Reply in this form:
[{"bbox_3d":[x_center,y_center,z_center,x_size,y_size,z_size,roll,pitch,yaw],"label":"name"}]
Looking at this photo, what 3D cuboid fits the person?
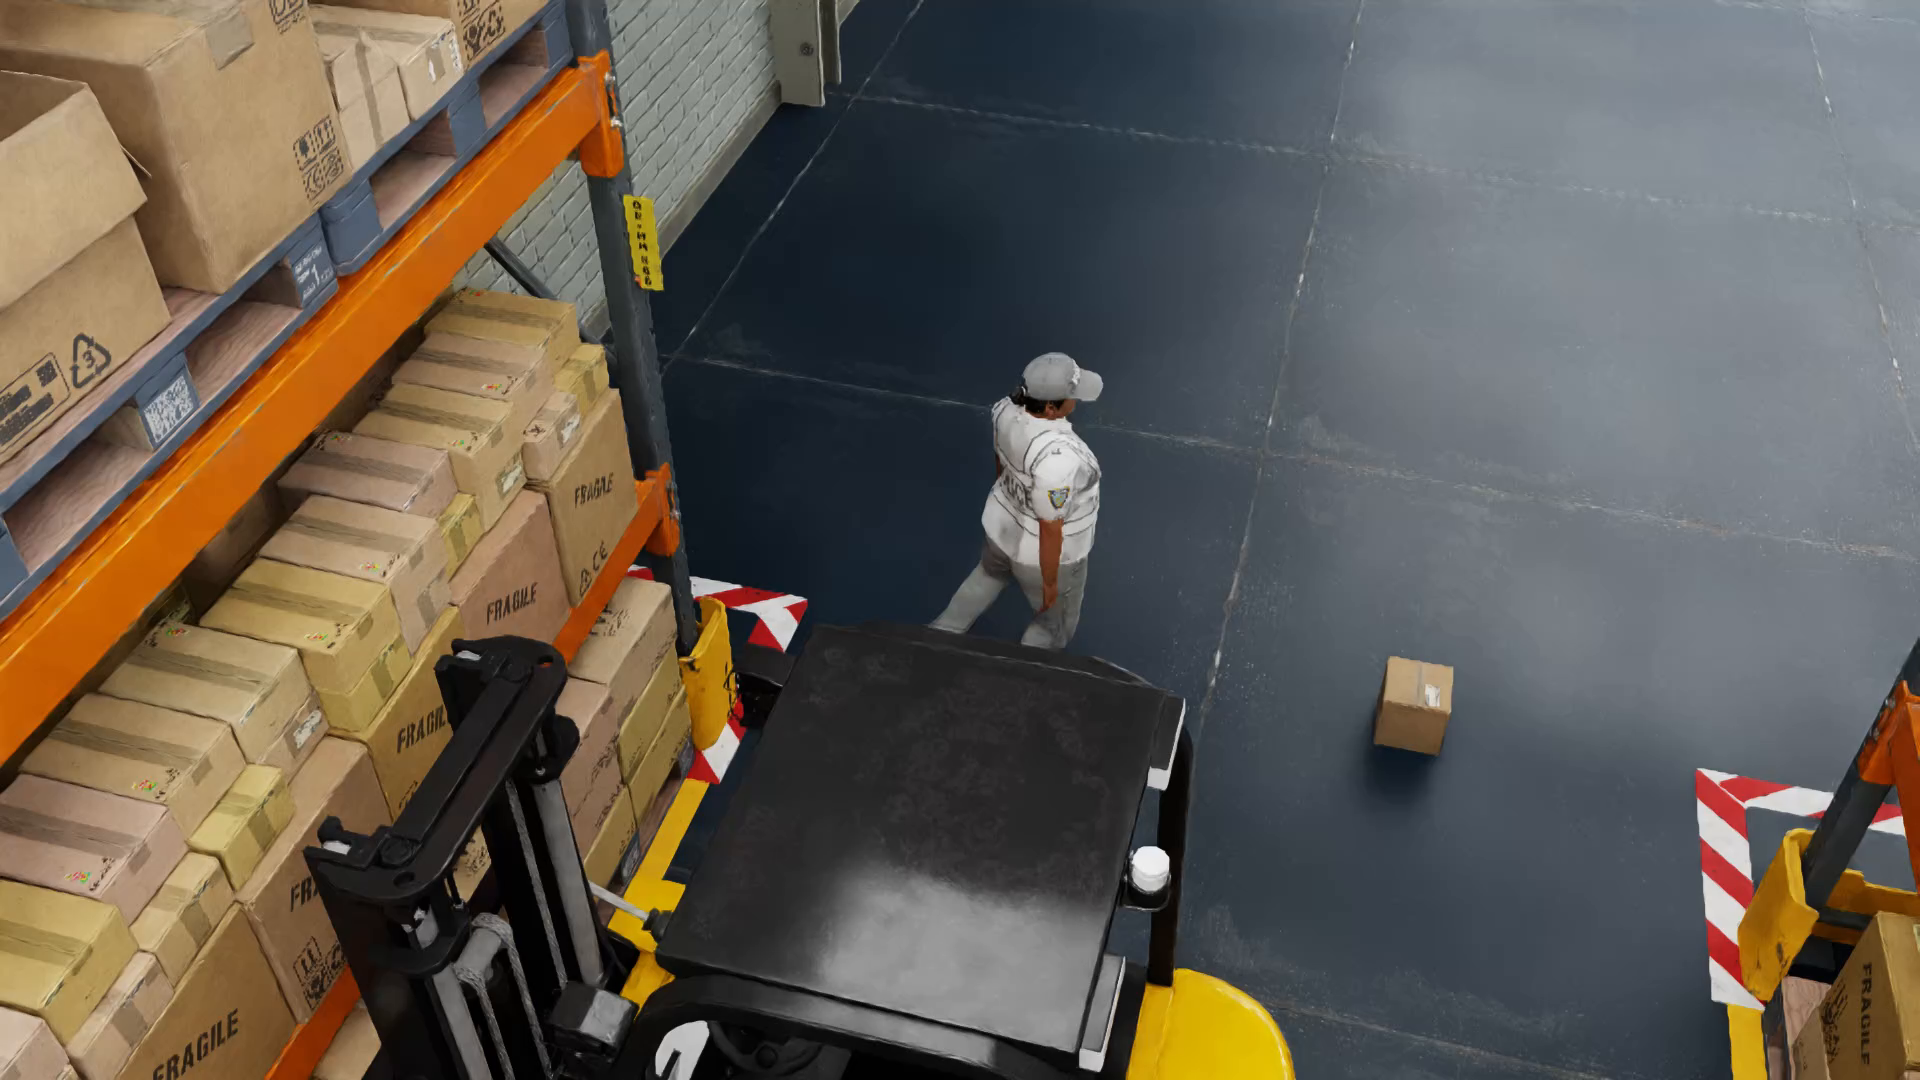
[{"bbox_3d":[0.204,0.036,6.245,0.513,1.355,0.591,-21,45,-22],"label":"person"}]
